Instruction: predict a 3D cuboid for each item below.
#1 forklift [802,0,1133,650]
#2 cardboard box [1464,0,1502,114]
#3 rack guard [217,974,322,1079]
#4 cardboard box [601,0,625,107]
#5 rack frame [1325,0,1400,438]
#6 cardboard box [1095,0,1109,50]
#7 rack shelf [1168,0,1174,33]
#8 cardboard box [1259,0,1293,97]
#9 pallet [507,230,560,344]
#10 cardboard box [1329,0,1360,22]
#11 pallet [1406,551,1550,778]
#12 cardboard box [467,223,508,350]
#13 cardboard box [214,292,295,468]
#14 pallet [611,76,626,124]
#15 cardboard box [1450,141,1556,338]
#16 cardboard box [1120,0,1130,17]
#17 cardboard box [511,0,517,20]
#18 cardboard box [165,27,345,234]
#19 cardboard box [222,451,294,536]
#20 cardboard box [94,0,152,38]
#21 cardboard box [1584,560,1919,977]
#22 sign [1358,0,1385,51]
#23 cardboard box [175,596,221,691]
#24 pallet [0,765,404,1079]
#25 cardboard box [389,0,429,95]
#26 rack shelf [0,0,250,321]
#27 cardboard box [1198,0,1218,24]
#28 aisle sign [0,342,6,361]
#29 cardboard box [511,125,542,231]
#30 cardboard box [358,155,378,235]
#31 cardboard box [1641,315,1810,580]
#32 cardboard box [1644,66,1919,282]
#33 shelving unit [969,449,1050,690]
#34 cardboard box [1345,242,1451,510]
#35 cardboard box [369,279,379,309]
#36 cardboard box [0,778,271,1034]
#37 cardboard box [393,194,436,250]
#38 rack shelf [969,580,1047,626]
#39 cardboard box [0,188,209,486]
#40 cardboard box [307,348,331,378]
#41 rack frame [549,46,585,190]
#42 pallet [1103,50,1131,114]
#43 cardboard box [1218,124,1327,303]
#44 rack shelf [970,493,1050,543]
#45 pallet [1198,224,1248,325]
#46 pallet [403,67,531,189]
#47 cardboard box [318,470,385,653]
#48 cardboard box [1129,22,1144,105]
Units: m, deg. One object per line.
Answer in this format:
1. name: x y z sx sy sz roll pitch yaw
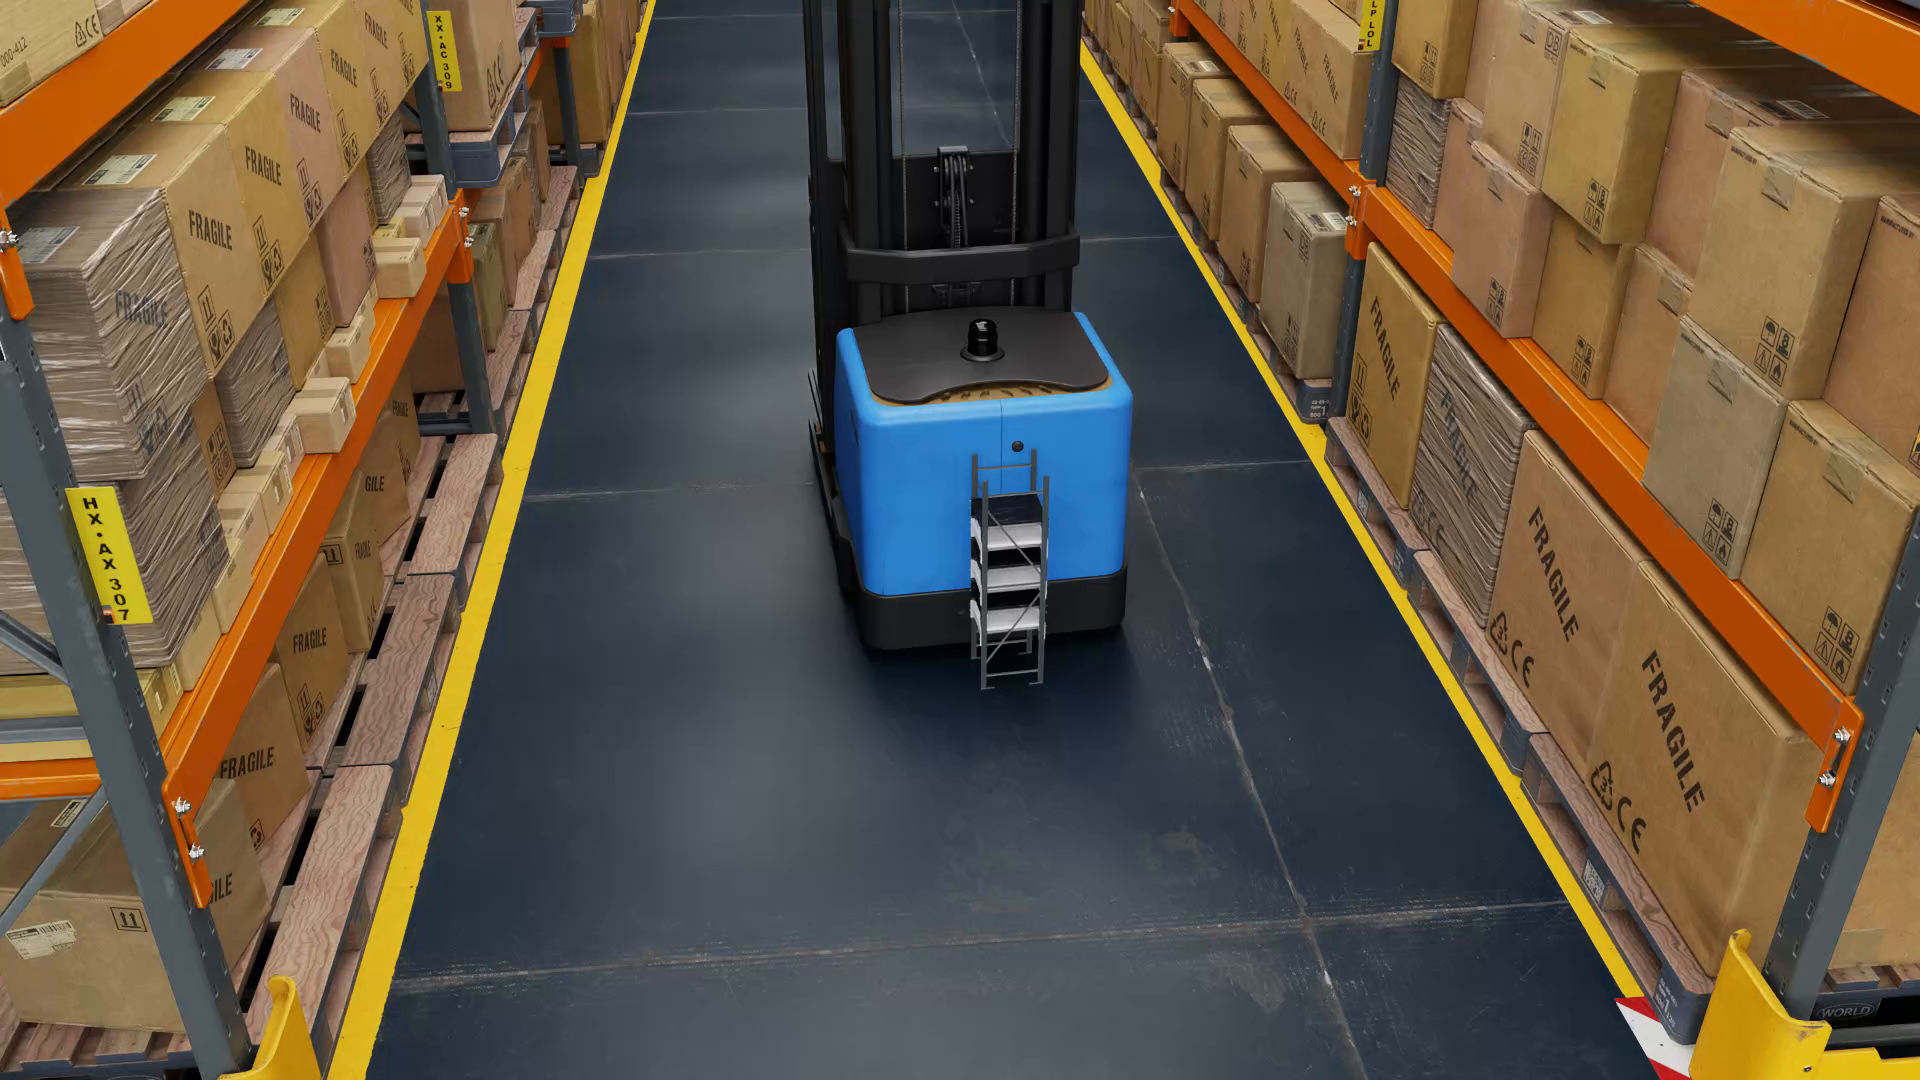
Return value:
1. forklift: -0.109 -1.576 7.030 1.130 2.935 3.031 -5 31 -9
2. cardboard box: 2.450 -1.858 6.236 0.875 0.550 0.550 -3 31 -5
3. rack guard: -2.299 1.468 4.305 1.175 0.500 0.348 -3 31 -5
4. cardboard box: -3.159 -3.728 12.229 1.225 0.875 0.875 -3 31 -4
5. rack frame: 2.282 -1.795 7.330 1.000 3.000 0.127 -3 31 -5
6. cardboard box: 1.391 -4.326 13.596 0.500 0.500 0.500 -1 31 -2
7. rack shelf: 1.722 -4.549 12.643 1.077 0.370 4.000 -3 31 -5
8. cardboard box: 1.873 -2.607 8.593 0.500 0.500 0.500 -2 31 -4
9. pallet: -2.857 -1.433 9.444 1.003 0.211 1.213 -3 31 -5
10. cardboard box: 2.180 -2.783 7.911 0.700 0.500 0.500 -3 31 -5
11. pallet: 2.392 0.419 6.343 1.003 0.211 1.213 -3 31 -5
12. cardboard box: -2.727 -1.284 8.482 0.700 0.500 0.500 -3 31 -5
13. cardboard box: -2.486 -0.526 4.818 0.875 0.500 0.500 -3 31 -5
14. pallet: -3.149 -3.481 12.873 1.003 0.211 1.213 -3 31 -5
15. cardboard box: 2.336 -1.110 6.038 0.875 0.550 0.550 -3 31 -5
16. cardboard box: 1.494 -4.120 12.520 0.500 0.250 0.500 -2 31 -3
17. cardboard box: -2.615 -2.935 8.960 0.396 0.266 0.258 -4 31 -6
18. cardboard box: -2.213 -1.226 5.015 0.500 0.500 0.500 -3 31 -5
19. cardboard box: -2.154 -0.127 4.783 0.380 0.149 0.250 -3 31 -5
20. cardboard box: -2.134 -1.311 3.742 0.500 0.250 0.500 -3 31 -6
21. cardboard box: 2.527 0.636 4.922 0.875 0.875 0.875 -3 31 -4
22. sign: 1.743 -2.227 7.001 0.100 0.325 0.005 -3 31 -5
23. cardboard box: -2.085 0.256 4.142 0.380 0.149 0.250 -3 31 -5
24. pallet: -2.340 1.175 5.077 1.003 0.211 1.213 -3 31 -5
25. cardboard box: -2.350 -1.992 6.297 0.500 0.500 0.500 -3 31 -5
26. rack shelf: -2.479 -1.567 4.724 1.077 0.370 4.000 -3 31 -5
27. cardboard box: 1.732 -3.378 9.883 0.500 0.500 0.500 -3 31 -5
28. aisle sign: -1.987 -0.665 2.904 0.394 0.787 0.004 -3 31 -5
29. cardboard box: -2.892 -2.143 9.921 0.700 0.500 0.500 -5 31 -9
30. cardboard box: -2.673 -1.290 6.097 0.875 0.500 0.500 -3 31 -5
31. cardboard box: 2.503 -0.284 4.654 0.875 0.550 0.550 -3 31 -5
32. cardboard box: 2.600 -1.041 4.868 0.875 0.550 0.550 -3 31 -5
33. shelving unit: 0.180 0.118 6.175 0.258 0.900 0.210 -5 31 -9
34. cardboard box: 2.271 -0.739 7.224 0.875 0.875 0.875 -2 31 -4
35. cardboard box: -2.349 -0.890 6.061 0.380 0.149 0.250 -3 31 -5
36. cardboard box: -2.334 1.007 4.668 0.500 0.500 0.500 3 31 5
37. cardboard box: -2.339 -1.277 6.708 0.380 0.149 0.250 -3 31 -5
38. rack shelf: 0.180 0.224 6.238 0.258 0.077 0.200 -5 31 -9
39. cardboard box: -2.072 -0.460 3.733 0.500 0.500 0.500 -3 31 -5
40. cardboard box: -2.280 -0.507 5.419 0.380 0.149 0.250 -3 31 -5
41. rack frame: -3.039 -3.651 10.437 1.000 3.000 0.127 -3 31 -5
42. pallet: 1.726 -3.660 13.172 1.003 0.211 1.213 -3 31 -5
43. cardboard box: 2.048 -1.815 9.147 1.050 0.750 0.750 -3 31 -5
44. rack shelf: 0.180 -0.085 6.053 0.258 0.077 0.200 -5 31 -9
45. pallet: 2.018 -1.612 9.744 1.003 0.211 1.213 -3 31 -5
46. pallet: -2.592 -1.924 7.732 1.003 0.211 1.213 -3 31 -5
47. cardboard box: -2.471 0.095 6.193 0.500 0.500 0.500 -5 31 -9
48. cardboard box: 1.542 -3.533 12.268 0.500 0.500 0.500 -2 31 -3
